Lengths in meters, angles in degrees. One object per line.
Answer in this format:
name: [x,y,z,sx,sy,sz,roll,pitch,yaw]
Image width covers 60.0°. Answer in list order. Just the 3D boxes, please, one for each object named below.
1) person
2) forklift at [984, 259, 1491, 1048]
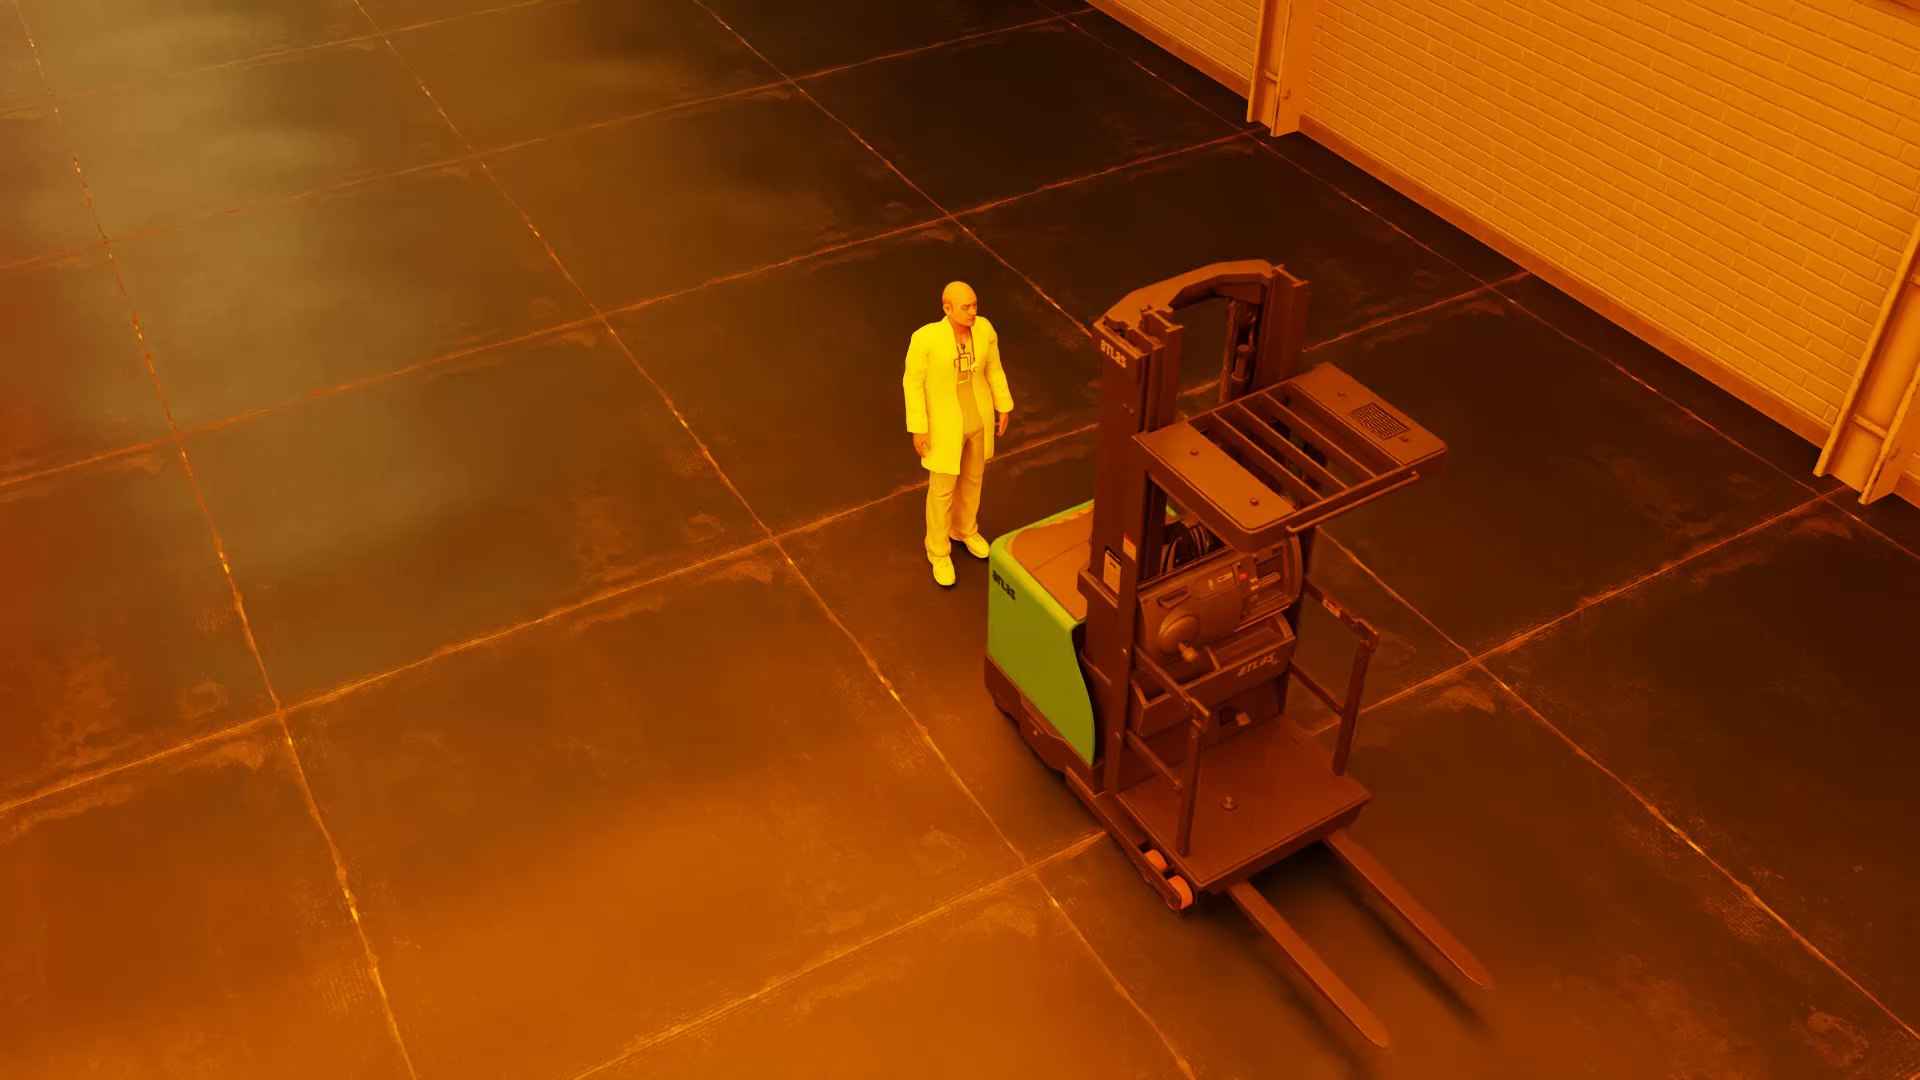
person: [0.043,-0.638,9.698,0.696,1.777,0.578,-20,44,-23]
forklift: [1.339,0.339,7.628,1.130,2.935,3.031,-22,44,-24]
